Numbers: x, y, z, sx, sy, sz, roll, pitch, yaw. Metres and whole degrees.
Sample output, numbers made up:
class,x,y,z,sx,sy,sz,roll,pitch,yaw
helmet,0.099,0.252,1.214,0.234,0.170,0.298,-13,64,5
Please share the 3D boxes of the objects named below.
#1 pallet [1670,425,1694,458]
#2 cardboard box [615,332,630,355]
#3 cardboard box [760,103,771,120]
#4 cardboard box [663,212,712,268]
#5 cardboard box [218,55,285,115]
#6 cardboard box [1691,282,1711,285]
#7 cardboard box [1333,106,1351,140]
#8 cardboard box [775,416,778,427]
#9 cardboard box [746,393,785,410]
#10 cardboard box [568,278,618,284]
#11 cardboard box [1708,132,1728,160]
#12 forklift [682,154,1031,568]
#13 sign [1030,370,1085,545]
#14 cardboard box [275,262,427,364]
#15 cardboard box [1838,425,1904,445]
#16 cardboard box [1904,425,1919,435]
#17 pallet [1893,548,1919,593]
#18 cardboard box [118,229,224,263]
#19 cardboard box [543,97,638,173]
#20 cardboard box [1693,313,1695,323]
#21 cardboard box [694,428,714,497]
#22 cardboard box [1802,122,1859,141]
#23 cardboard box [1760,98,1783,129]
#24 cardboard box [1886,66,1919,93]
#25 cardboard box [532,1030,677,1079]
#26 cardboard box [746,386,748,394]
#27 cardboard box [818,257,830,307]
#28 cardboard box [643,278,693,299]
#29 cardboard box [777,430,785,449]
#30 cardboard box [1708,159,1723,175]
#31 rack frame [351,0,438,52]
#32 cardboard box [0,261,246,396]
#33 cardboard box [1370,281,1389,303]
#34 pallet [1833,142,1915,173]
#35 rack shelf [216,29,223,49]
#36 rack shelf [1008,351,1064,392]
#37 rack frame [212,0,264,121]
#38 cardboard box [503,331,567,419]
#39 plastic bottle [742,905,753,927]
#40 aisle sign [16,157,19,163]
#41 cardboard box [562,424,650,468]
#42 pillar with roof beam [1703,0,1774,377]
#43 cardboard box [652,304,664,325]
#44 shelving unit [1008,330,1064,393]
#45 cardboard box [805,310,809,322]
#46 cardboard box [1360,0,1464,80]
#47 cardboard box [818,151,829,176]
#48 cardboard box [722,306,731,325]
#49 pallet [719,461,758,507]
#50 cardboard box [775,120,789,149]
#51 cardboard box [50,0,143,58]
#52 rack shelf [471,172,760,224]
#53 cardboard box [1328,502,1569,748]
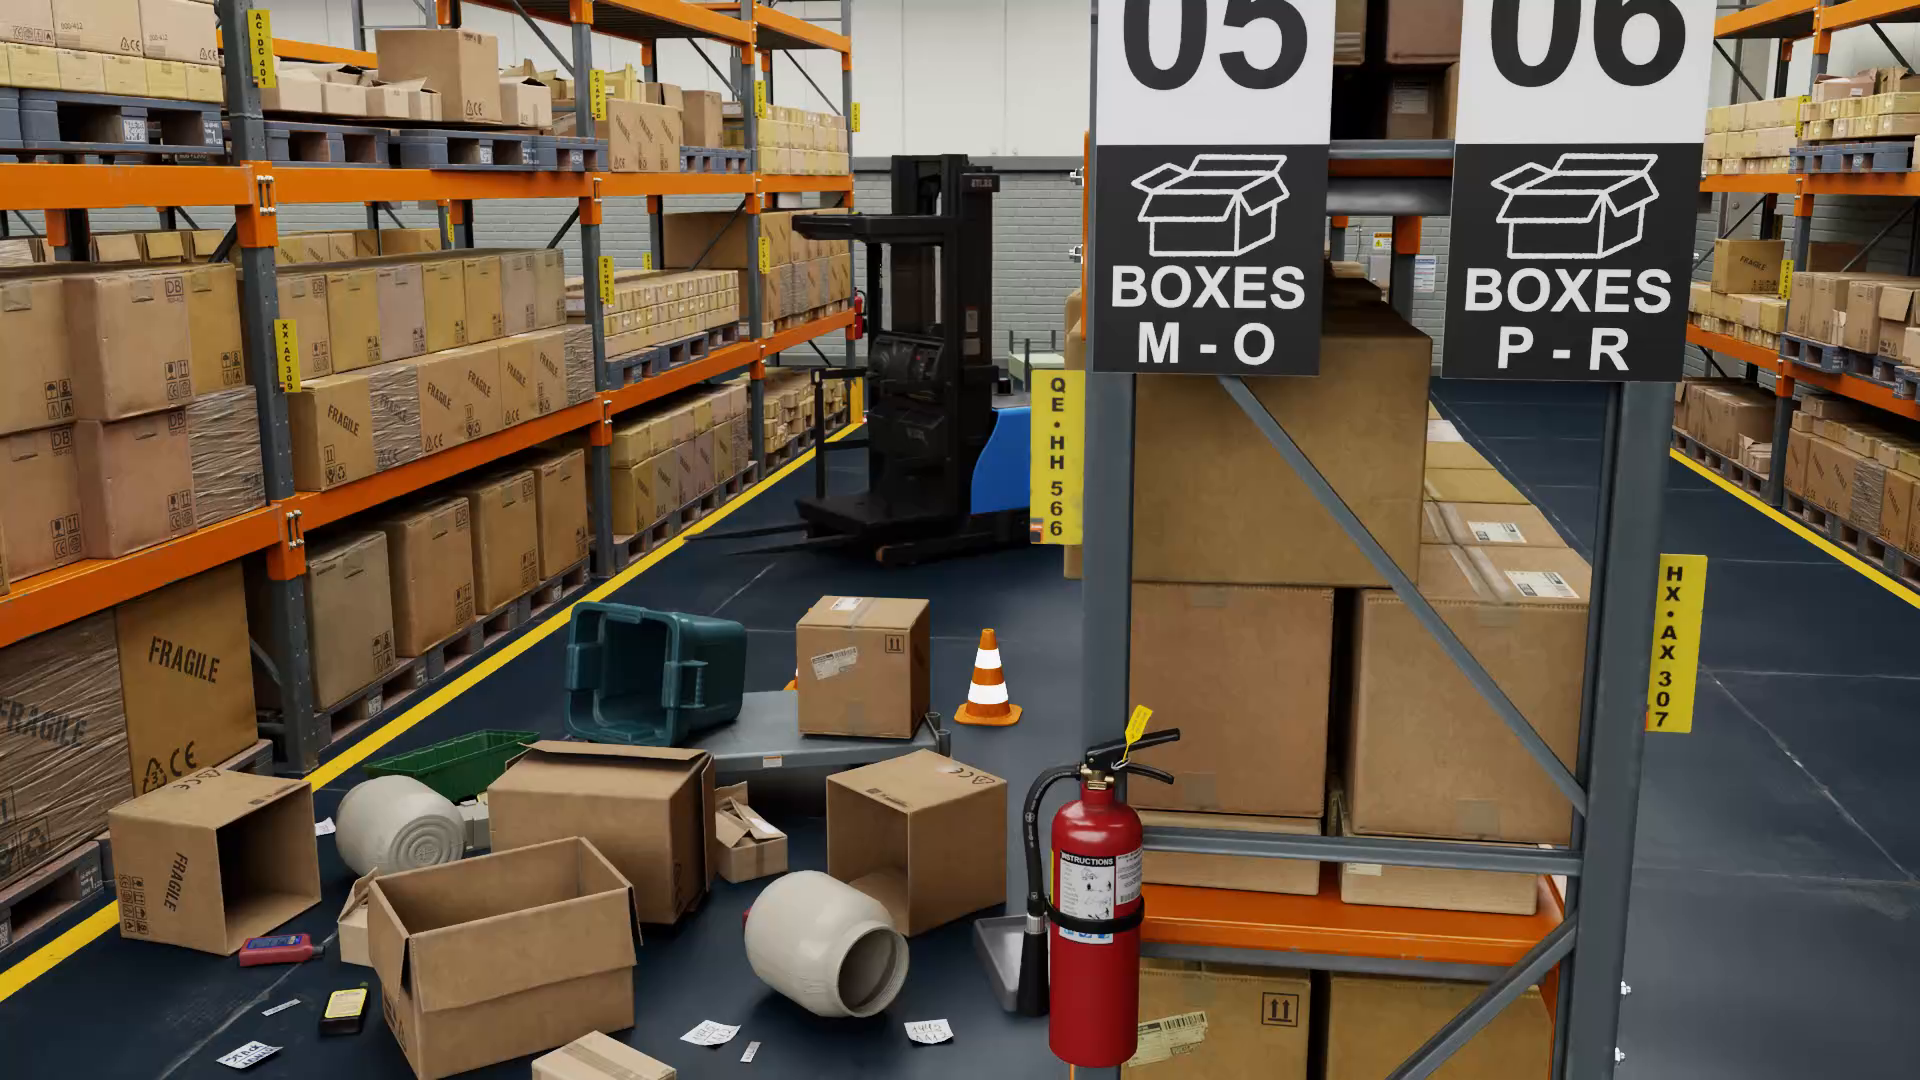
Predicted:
class,x,y,z,sx,sy,sz,roll,pitch,yaw
pallet,7.959,-1.035,17.295,1.003,0.211,1.213,2,12,9
cardboard box,-2.641,-1.439,12.150,0.380,0.149,0.250,2,12,11
cardboard box,-1.976,-3.987,15.478,0.380,0.149,0.250,1,12,6
cardboard box,-2.530,-2.836,15.718,0.500,0.500,0.500,1,12,7
cardboard box,-3.615,-2.181,7.994,0.500,0.250,0.500,2,12,9
cardboard box,7.756,-2.566,17.431,0.500,0.250,0.500,2,12,9
cardboard box,1.262,-1.191,4.877,0.380,0.149,0.250,2,12,8
cardboard box,-2.011,-1.176,16.396,0.380,0.149,0.250,2,12,8
cardboard box,-1.969,-1.379,16.629,0.380,0.149,0.250,2,12,7
cardboard box,-3.048,-2.084,13.729,0.380,0.149,0.250,2,12,11
cardboard box,7.605,-3.822,16.139,0.500,0.250,0.500,2,12,7
forklift,-0.574,-1.353,12.315,3.031,2.935,1.130,-8,15,-34
sign,0.181,-0.152,3.080,0.100,0.325,0.005,2,12,9
cardboard box,-3.340,-1.235,8.993,0.700,0.500,0.500,2,12,9
cardboard box,7.136,-0.810,13.030,0.380,0.149,0.250,2,12,8
cardboard box,7.628,-0.802,12.991,0.380,0.149,0.250,1,12,6
pallet,7.014,0.294,11.127,1.003,0.211,1.213,2,12,9
cardboard box,-7.310,-2.634,15.479,0.797,0.503,0.637,2,12,7
cardboard box,-2.599,-2.839,11.692,0.500,0.500,0.500,2,12,9
cardboard box,7.771,-2.287,17.083,0.380,0.149,0.250,2,12,8
cardboard box,-2.362,-0.654,13.846,0.500,0.500,0.500,2,12,7
cardboard box,7.038,-3.296,13.408,0.380,0.149,0.250,2,12,10
cardboard box,7.386,-3.749,14.612,0.500,0.250,0.500,2,12,8
cardboard box,7.490,-3.571,12.995,0.396,0.266,0.258,2,12,9
cardboard box,-1.068,1.646,5.002,0.380,0.149,0.250,10,15,38
cardboard box,-2.409,-1.506,17.217,0.380,0.149,0.250,1,12,7
cardboard box,-1.687,-2.759,17.731,0.500,0.500,0.500,2,12,9
cardboard box,-2.405,-2.059,13.614,0.380,0.149,0.250,1,12,6
cardboard box,-1.921,-0.979,16.187,0.380,0.149,0.250,2,12,10
cardboard box,7.569,-3.653,16.301,0.380,0.149,0.250,2,12,8
rack frame,-6.605,-5.994,19.445,1.000,3.000,0.127,2,12,9
cardboard box,-3.656,-0.907,7.162,0.875,0.550,0.550,2,12,9
cardboard box,1.763,-1.045,7.243,0.380,0.149,0.250,2,12,8
pallet,7.151,-2.772,12.063,1.213,0.211,1.003,2,12,9
rack shelf,-7.528,-4.198,13.768,1.077,0.370,4.000,2,12,9
rack shelf,0.671,-1.360,13.890,0.431,0.370,0.720,-2,12,-8
rack frame,-3.565,-3.314,7.011,1.000,3.000,0.127,2,12,9
cardboard box,-2.832,-1.057,10.539,0.500,0.500,0.500,2,12,9
plastic bottle,-0.710,1.402,6.341,0.133,0.061,0.283,4,13,18
aisle sign,-11.782,-4.517,20.662,0.394,0.787,0.004,2,12,9
cardboard box,-2.605,-0.700,12.276,0.500,0.250,0.500,1,12,6
pillar with roof beam,5.144,-6.184,20.329,9.100,9.000,0.400,2,12,9
cardboard box,-2.522,-1.753,12.899,0.380,0.149,0.250,2,12,9
shelving unit,0.671,-0.978,13.972,0.431,1.500,0.755,-2,12,-8
cardboard box,-1.800,-2.358,17.413,0.380,0.149,0.250,2,12,10
cardboard box,1.067,-1.044,3.247,0.500,0.250,0.500,2,12,8
cardboard box,-1.689,-3.960,17.484,0.500,0.250,0.500,2,12,11
cardboard box,-2.240,-1.986,14.688,0.380,0.149,0.250,2,12,9
pallet,-2.453,-0.521,14.912,1.003,0.211,1.213,2,12,9
cardboard box,-1.942,-3.880,15.927,0.500,0.250,0.500,2,12,8
cardboard box,-3.465,-1.958,6.254,0.500,0.250,0.500,2,12,8
rack shelf,-2.643,-2.745,13.198,1.077,0.370,4.000,2,12,9
cardboard box,1.150,0.199,4.007,0.500,0.500,0.500,2,12,10
